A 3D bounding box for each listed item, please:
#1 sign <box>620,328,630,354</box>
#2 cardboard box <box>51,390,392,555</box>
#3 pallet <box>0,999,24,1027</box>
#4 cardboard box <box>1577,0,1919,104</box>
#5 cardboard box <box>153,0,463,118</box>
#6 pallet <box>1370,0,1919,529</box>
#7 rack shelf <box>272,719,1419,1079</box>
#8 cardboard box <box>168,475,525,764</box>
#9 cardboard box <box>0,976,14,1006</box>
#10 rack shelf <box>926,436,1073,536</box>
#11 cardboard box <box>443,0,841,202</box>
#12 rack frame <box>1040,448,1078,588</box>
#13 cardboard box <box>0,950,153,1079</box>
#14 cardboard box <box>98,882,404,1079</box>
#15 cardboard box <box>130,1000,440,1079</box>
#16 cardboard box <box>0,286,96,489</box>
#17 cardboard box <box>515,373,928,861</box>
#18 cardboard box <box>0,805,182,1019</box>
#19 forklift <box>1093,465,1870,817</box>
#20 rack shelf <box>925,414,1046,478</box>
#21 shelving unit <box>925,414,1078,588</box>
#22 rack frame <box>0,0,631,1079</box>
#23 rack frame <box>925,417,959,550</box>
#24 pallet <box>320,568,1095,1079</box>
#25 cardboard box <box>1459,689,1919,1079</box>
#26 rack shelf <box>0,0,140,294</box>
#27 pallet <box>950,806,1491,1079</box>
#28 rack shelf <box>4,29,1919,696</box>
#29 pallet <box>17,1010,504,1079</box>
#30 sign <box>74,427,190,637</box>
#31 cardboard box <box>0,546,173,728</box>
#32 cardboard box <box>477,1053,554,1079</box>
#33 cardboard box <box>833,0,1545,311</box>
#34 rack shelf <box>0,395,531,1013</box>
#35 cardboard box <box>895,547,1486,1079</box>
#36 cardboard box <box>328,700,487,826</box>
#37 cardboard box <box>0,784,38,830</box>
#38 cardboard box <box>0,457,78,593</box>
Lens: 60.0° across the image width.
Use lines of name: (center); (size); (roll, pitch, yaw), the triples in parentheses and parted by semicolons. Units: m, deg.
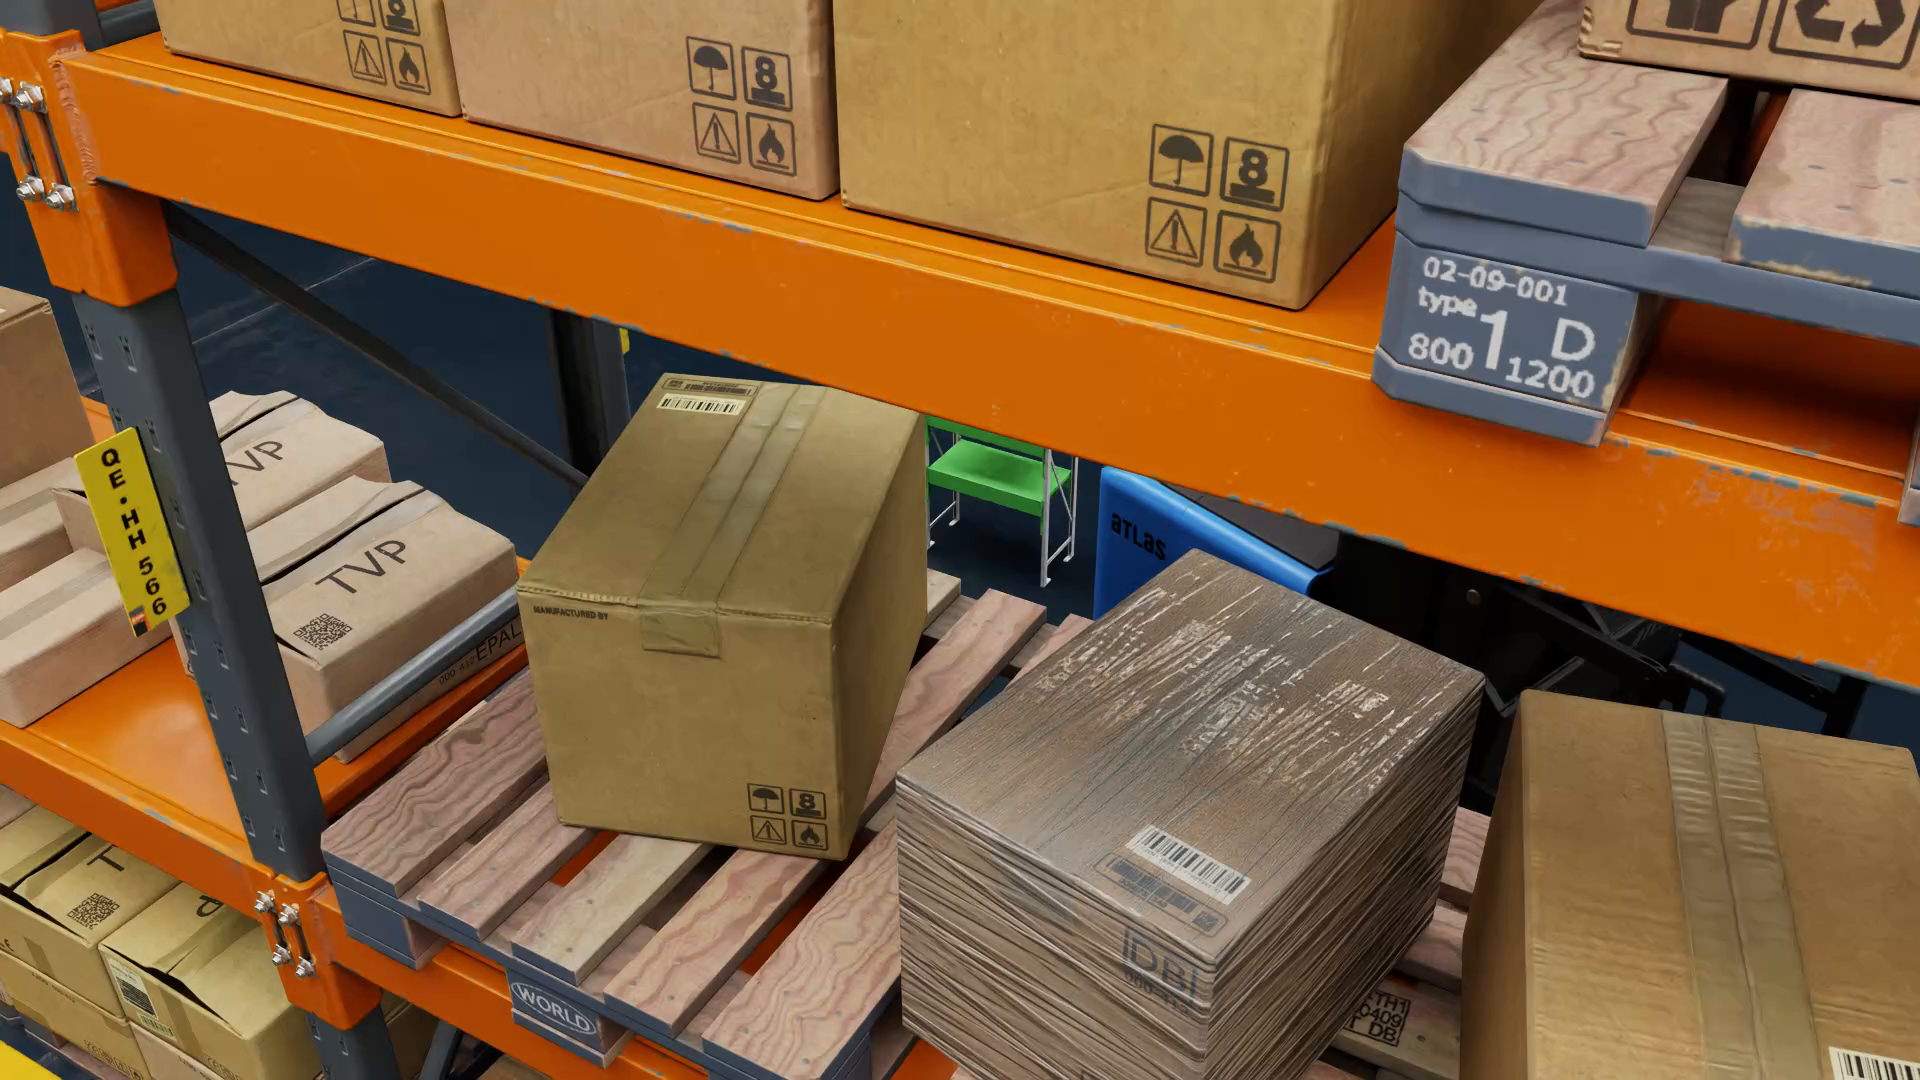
sign: (-0.713, -0.507, 3.332); (0.005, 0.325, 0.100); (18, 37, 24)
cardboard box: (-1.654, -0.096, 3.769); (0.500, 0.311, 0.500); (17, 37, 24)
pallet: (-2.724, 0.785, 4.880); (1.213, 0.211, 1.003); (18, 37, 24)
cardboard box: (0.939, -0.740, 1.390); (0.600, 0.600, 0.600); (16, 37, 23)
cardboard box: (-0.578, -0.981, 2.220); (0.500, 0.500, 0.910); (18, 37, 24)
pallet: (1.066, -0.361, 1.550); (1.003, 0.211, 1.213); (18, 37, 24)
rack shelf: (0.763, 1.055, 2.608); (4.000, 0.370, 1.077); (18, 37, 24)
cardboard box: (-1.268, 0.122, 3.441); (0.500, 0.311, 0.500); (20, 39, 27)
cardboard box: (-2.436, 0.868, 4.342); (0.500, 0.250, 0.500); (18, 38, 25)
rack shelf: (0.144, -0.201, 6.018); (0.480, 0.148, 0.258); (18, 37, 24)
cardboard box: (-0.135, -0.840, 2.009); (0.500, 0.500, 0.910); (18, 37, 24)
rack frame: (0.356, -0.387, 5.748); (0.015, 1.200, 0.240); (18, 37, 24)
cardboard box: (-2.001, 1.008, 4.132); (0.500, 0.250, 0.500); (17, 37, 24)
cardboard box: (-1.551, 0.916, 3.763); (0.500, 0.311, 0.500); (19, 38, 26)
cardboard box: (-1.552, 1.148, 3.921); (0.500, 0.250, 0.500); (19, 38, 25)
cardboard box: (-2.439, -0.289, 3.888); (0.500, 0.500, 0.500); (16, 37, 22)
cardboard box: (-0.371, 0.108, 2.912); (0.500, 0.500, 0.700); (6, 34, 9)
cardboard box: (-2.005, 0.777, 3.973); (0.500, 0.311, 0.500); (17, 37, 24)
forklift: (1.710, -0.100, 3.755); (1.130, 2.935, 3.031); (-25, 41, -32)
rack shelf: (0.144, -0.401, 5.885); (0.480, 0.148, 0.258); (18, 37, 24)
shelving unit: (0.144, -0.454, 5.849); (0.503, 1.200, 0.258); (18, 37, 24)
rack frame: (-0.974, 0.206, 3.235); (0.127, 3.000, 1.000); (18, 37, 24)
rack frame: (-0.068, -0.521, 5.950); (0.015, 1.200, 0.240); (18, 37, 24)
pallet: (-0.350, 0.438, 3.059); (1.003, 0.211, 1.213); (18, 37, 24)
cardboard box: (0.935, 0.633, 2.124); (0.500, 0.500, 0.700); (8, 35, 12)
rack shelf: (-2.710, -1.293, 3.429); (4.000, 0.370, 1.077); (18, 37, 24)
pallet: (0.717, 0.818, 2.488); (1.213, 0.211, 1.003); (18, 37, 24)
rack shelf: (0.763, -0.193, 1.777); (4.000, 0.370, 1.077); (18, 37, 24)
pallet: (-1.669, 1.121, 4.376); (1.213, 0.211, 1.003); (18, 37, 24)
sign: (-1.246, -0.008, 2.511); (0.005, 0.325, 0.100); (18, 37, 24)
cardboard box: (-1.892, 0.196, 3.476); (0.250, 0.149, 0.380); (18, 37, 24)
cardboard box: (-0.720, 1.326, 3.411); (0.500, 0.500, 0.500); (19, 38, 26)
cardboard box: (0.316, -0.697, 1.794); (0.500, 0.500, 0.910); (18, 37, 24)
rack shelf: (-2.710, -0.045, 4.260); (4.000, 0.370, 1.077); (18, 37, 24)
cardboard box: (0.328, 0.452, 2.396); (0.500, 0.500, 0.700); (25, 41, 33)
cardboard box: (-1.283, 0.657, 4.154); (0.500, 0.311, 0.500); (19, 38, 26)
cardboard box: (-2.442, 0.637, 4.184); (0.500, 0.311, 0.500); (17, 37, 24)
cardboard box: (-2.109, -0.013, 3.790); (0.250, 0.149, 0.380); (21, 39, 28)
